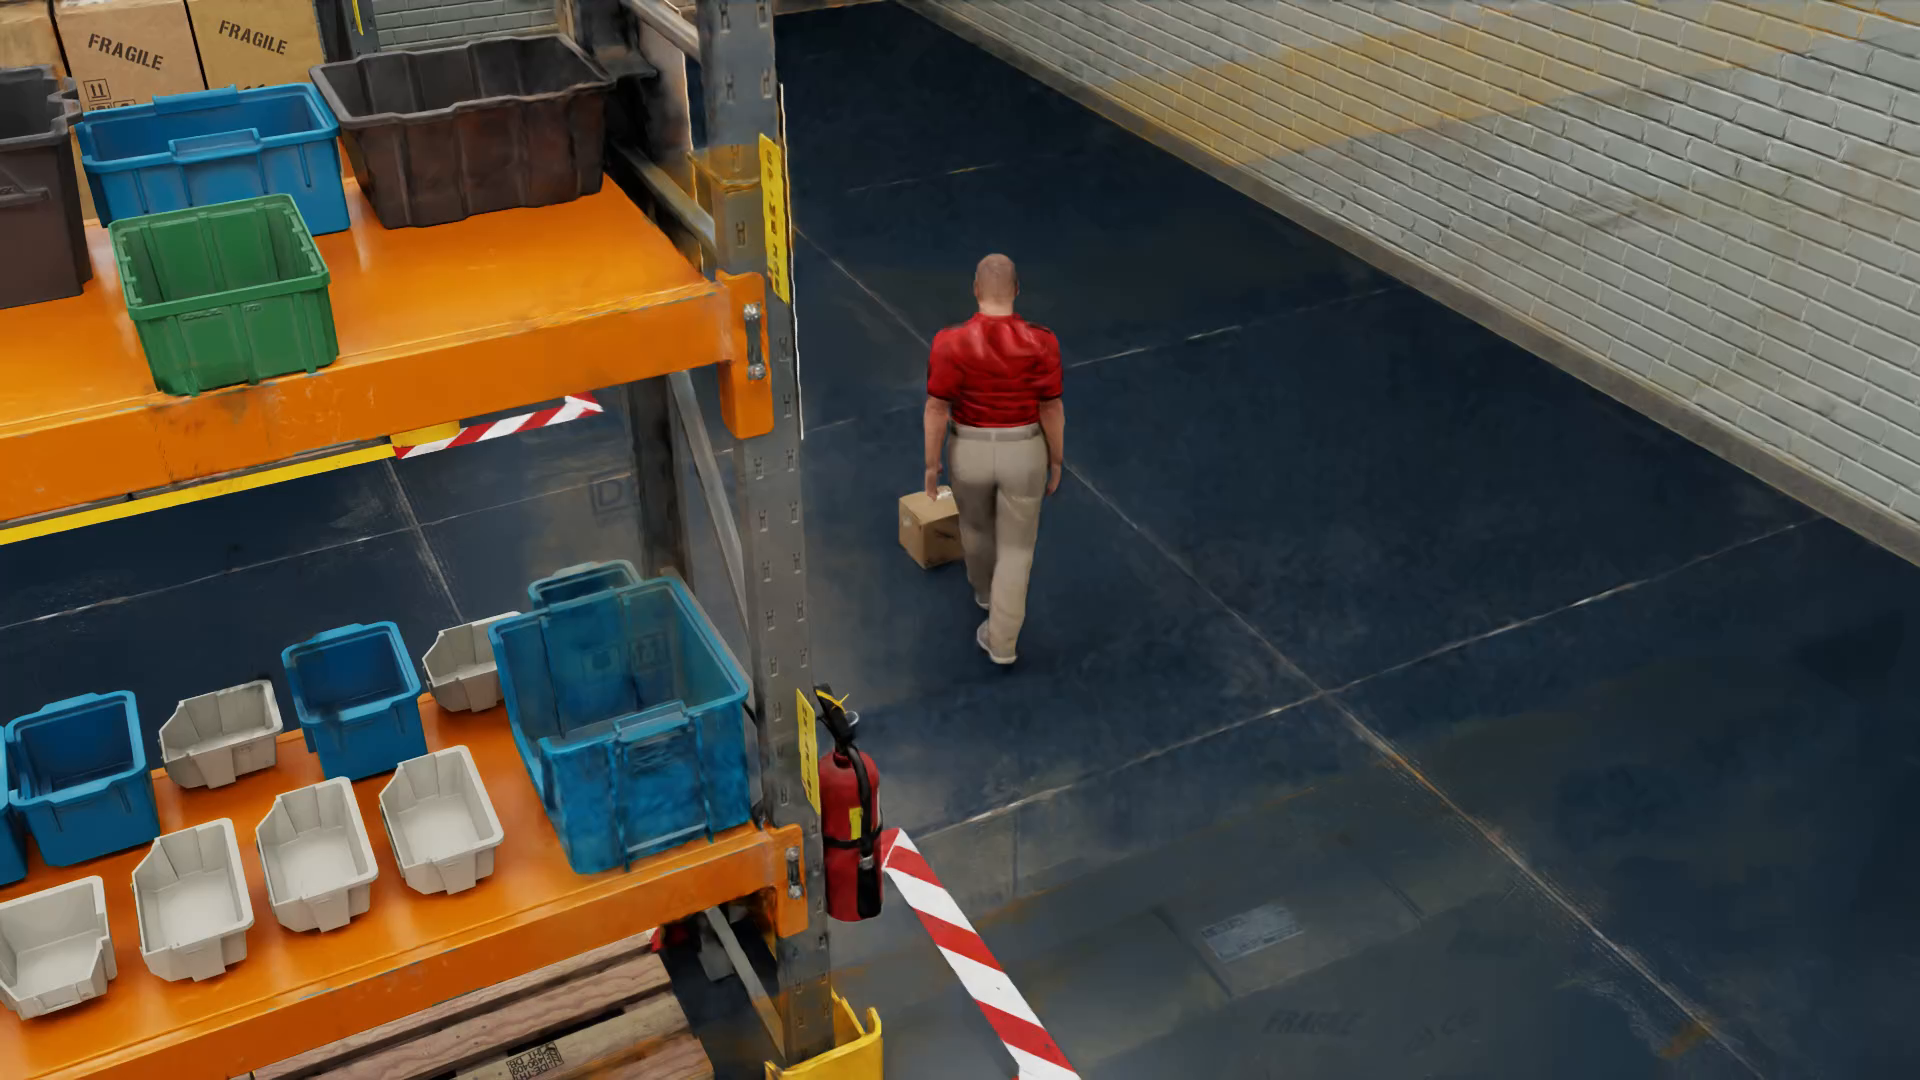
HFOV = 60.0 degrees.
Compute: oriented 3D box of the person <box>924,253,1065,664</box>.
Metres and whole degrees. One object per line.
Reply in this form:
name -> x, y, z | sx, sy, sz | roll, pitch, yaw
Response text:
person -> 0.149, -0.375, 6.734 | 0.550, 1.712, 0.770 | 3, 33, 5
